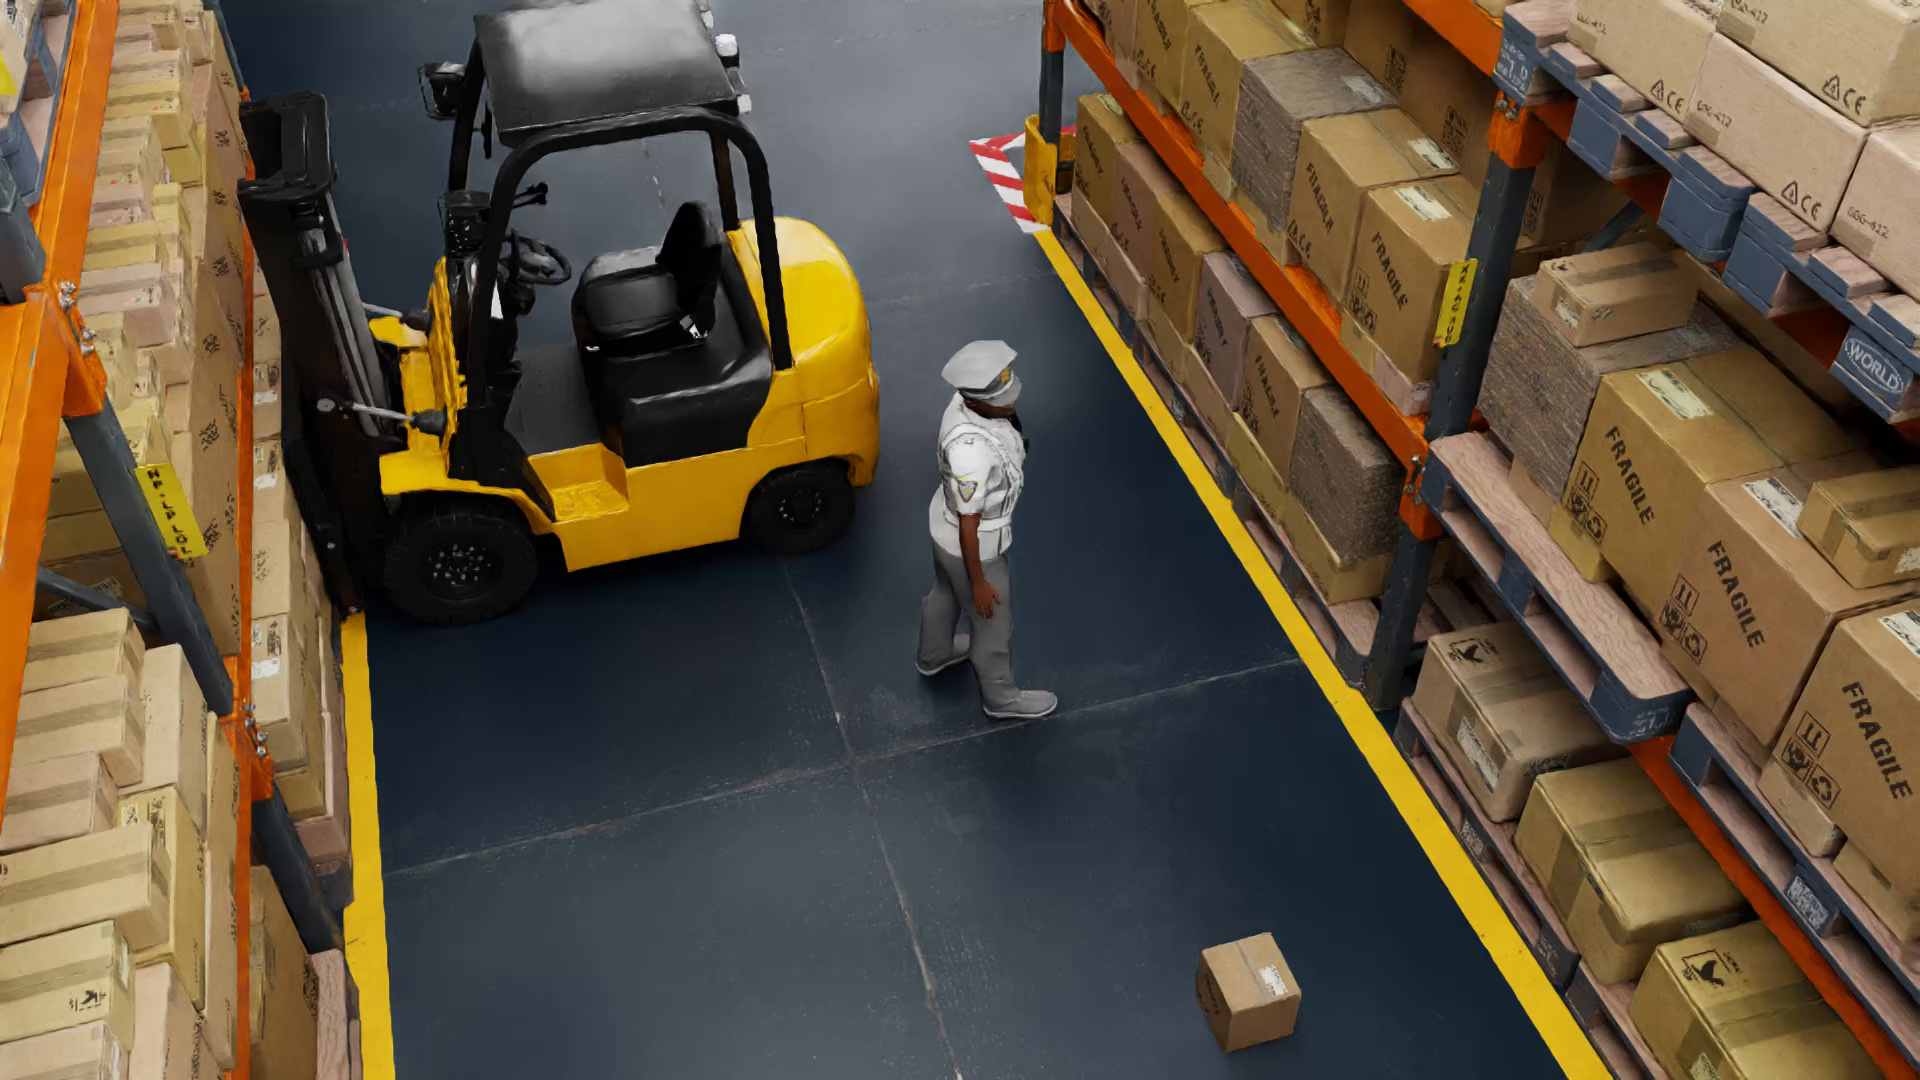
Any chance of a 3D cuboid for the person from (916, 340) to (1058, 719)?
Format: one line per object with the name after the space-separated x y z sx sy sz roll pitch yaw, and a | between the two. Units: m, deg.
0.106 -0.008 6.128 0.557 1.668 0.580 -1 43 -1 | person
